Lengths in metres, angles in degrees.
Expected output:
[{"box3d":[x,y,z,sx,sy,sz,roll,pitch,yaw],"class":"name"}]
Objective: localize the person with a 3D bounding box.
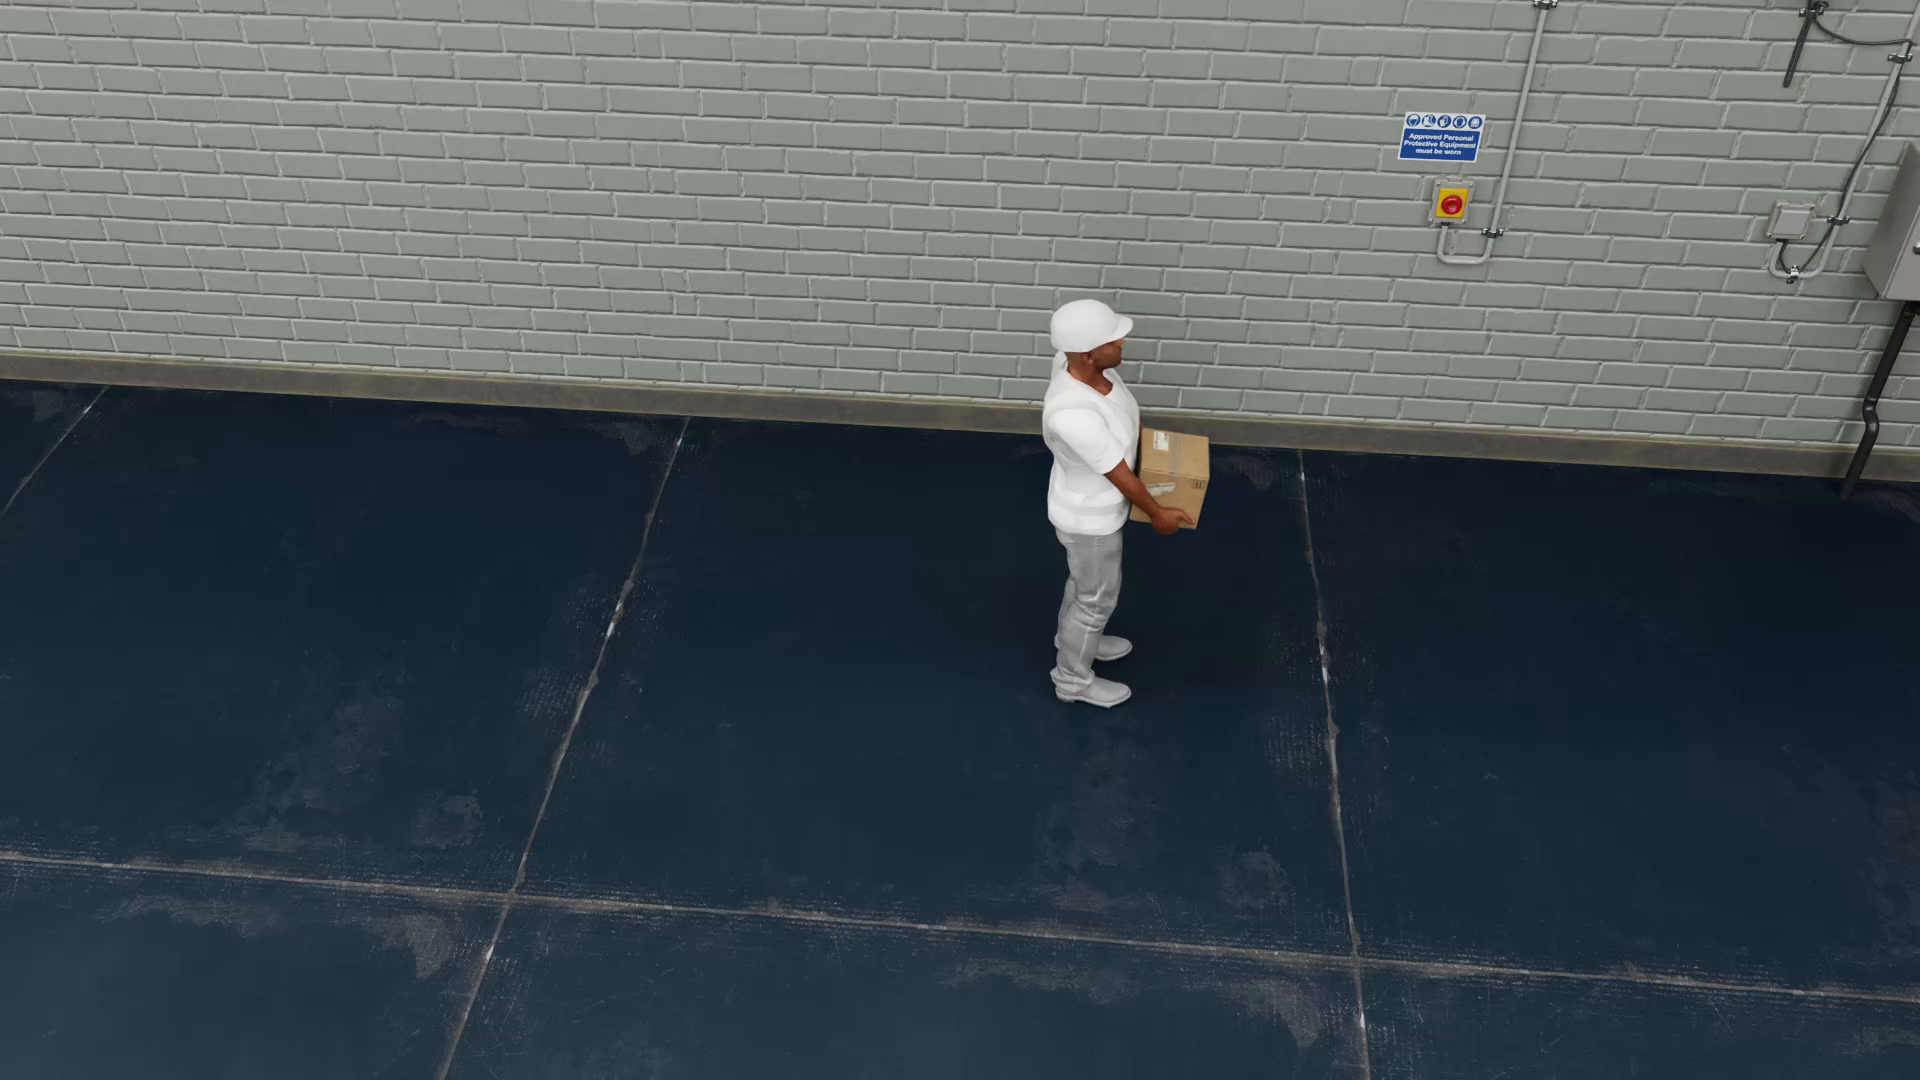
[{"box3d":[0.507,-0.138,6.308,0.404,1.760,0.503,4,40,4],"class":"person"}]
